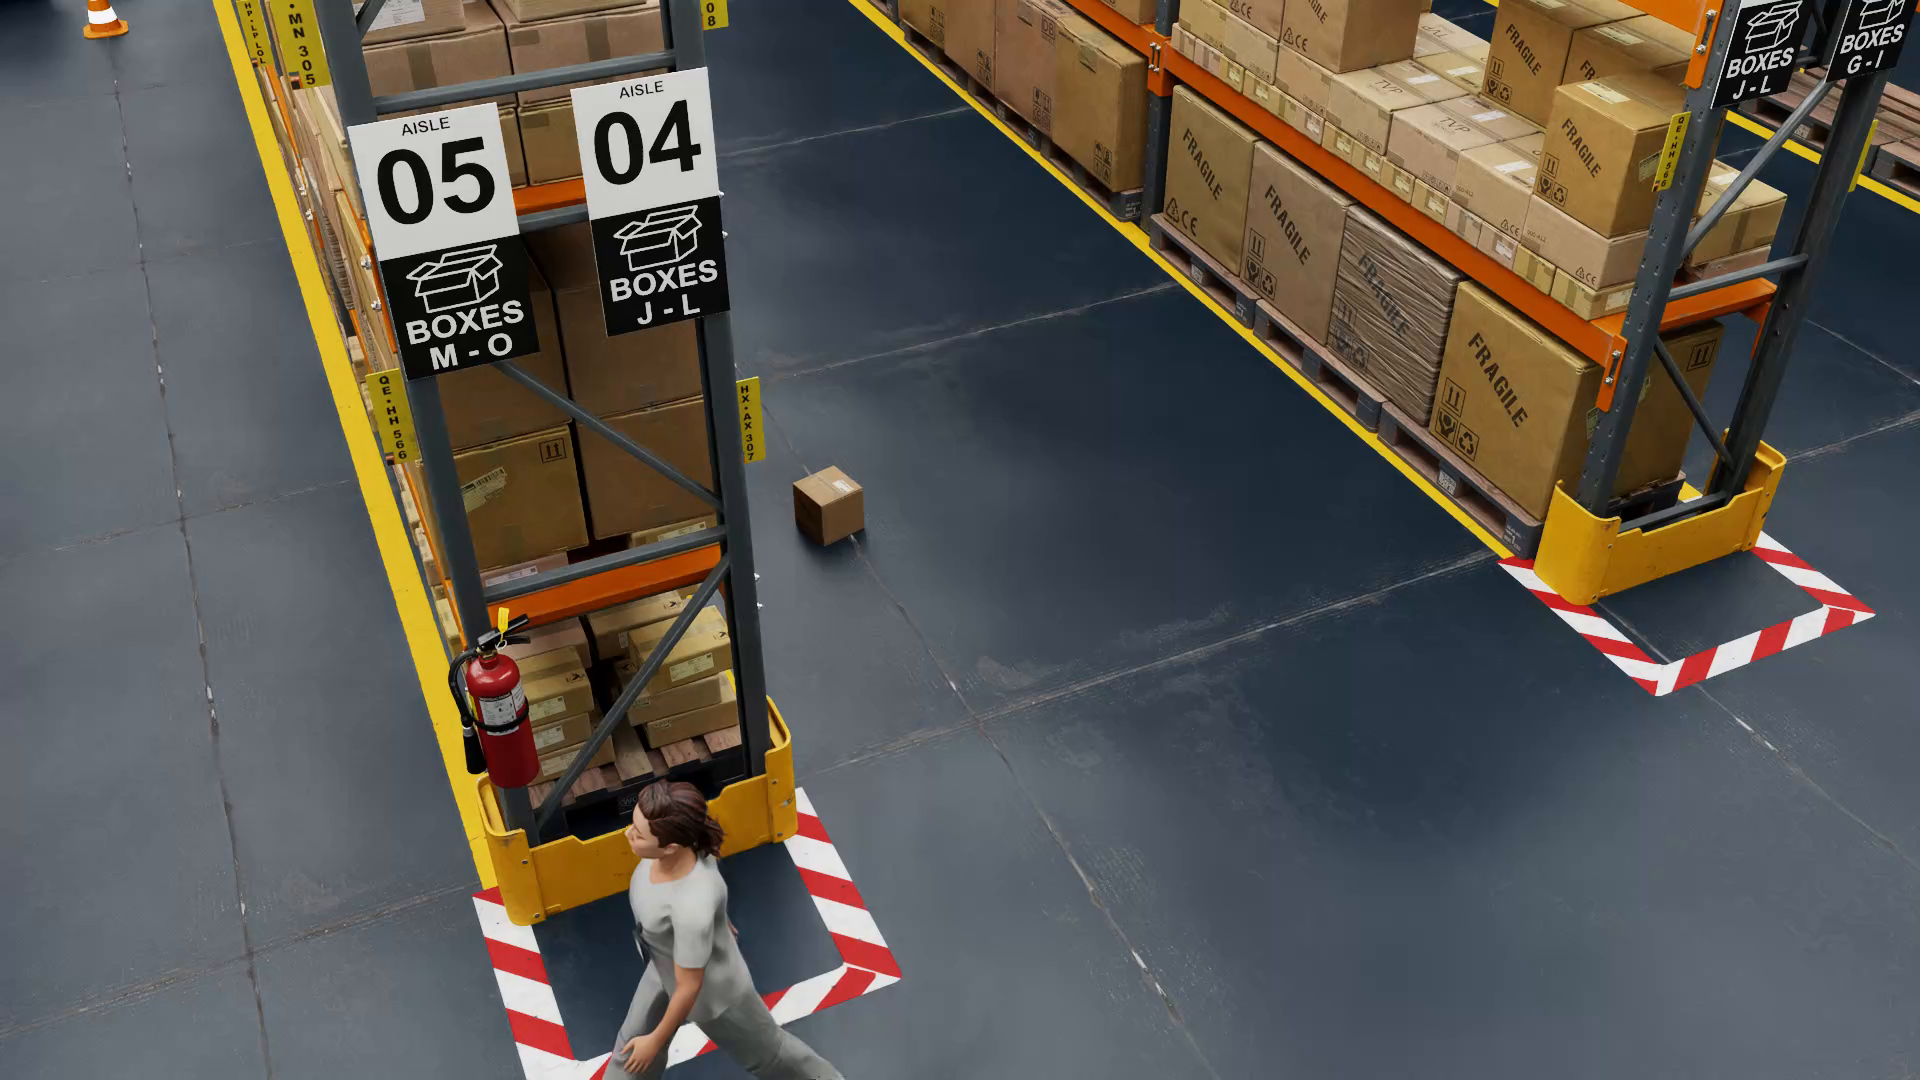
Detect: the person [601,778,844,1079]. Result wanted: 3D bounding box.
[{"bbox_3d":[-0.867,1.348,5.068,0.999,1.612,0.484,-14,40,-18],"label":"person"}]
